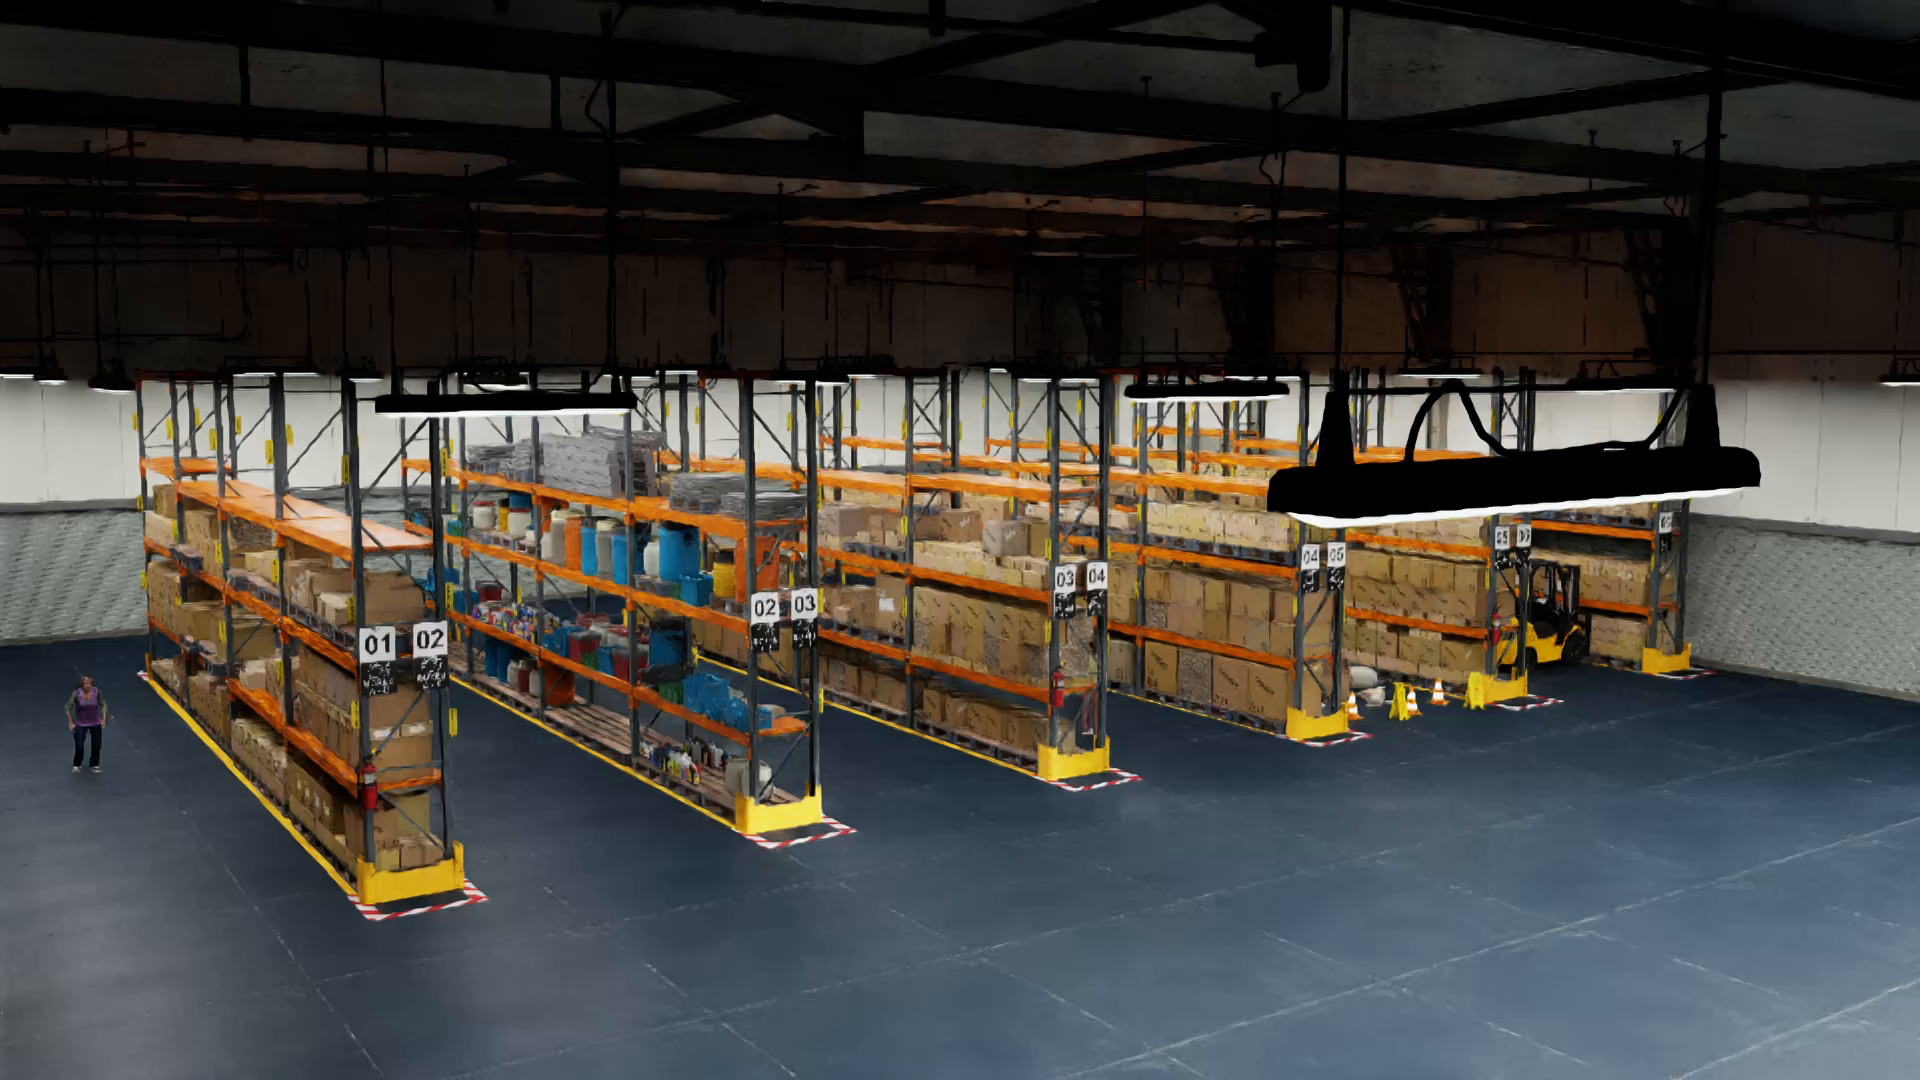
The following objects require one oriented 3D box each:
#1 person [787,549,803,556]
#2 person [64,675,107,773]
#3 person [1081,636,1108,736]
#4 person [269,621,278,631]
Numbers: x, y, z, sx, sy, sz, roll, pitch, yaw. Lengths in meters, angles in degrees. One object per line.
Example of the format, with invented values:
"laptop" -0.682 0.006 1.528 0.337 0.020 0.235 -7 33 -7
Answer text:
"person" -4.075 0.844 41.407 0.492 1.664 0.556 1 6 6
"person" -13.108 2.760 24.959 0.566 1.541 0.519 -5 8 -37
"person" 2.206 2.409 27.304 0.498 1.675 0.440 3 7 24
"person" -15.809 1.241 37.620 0.479 1.717 0.703 1 6 7
